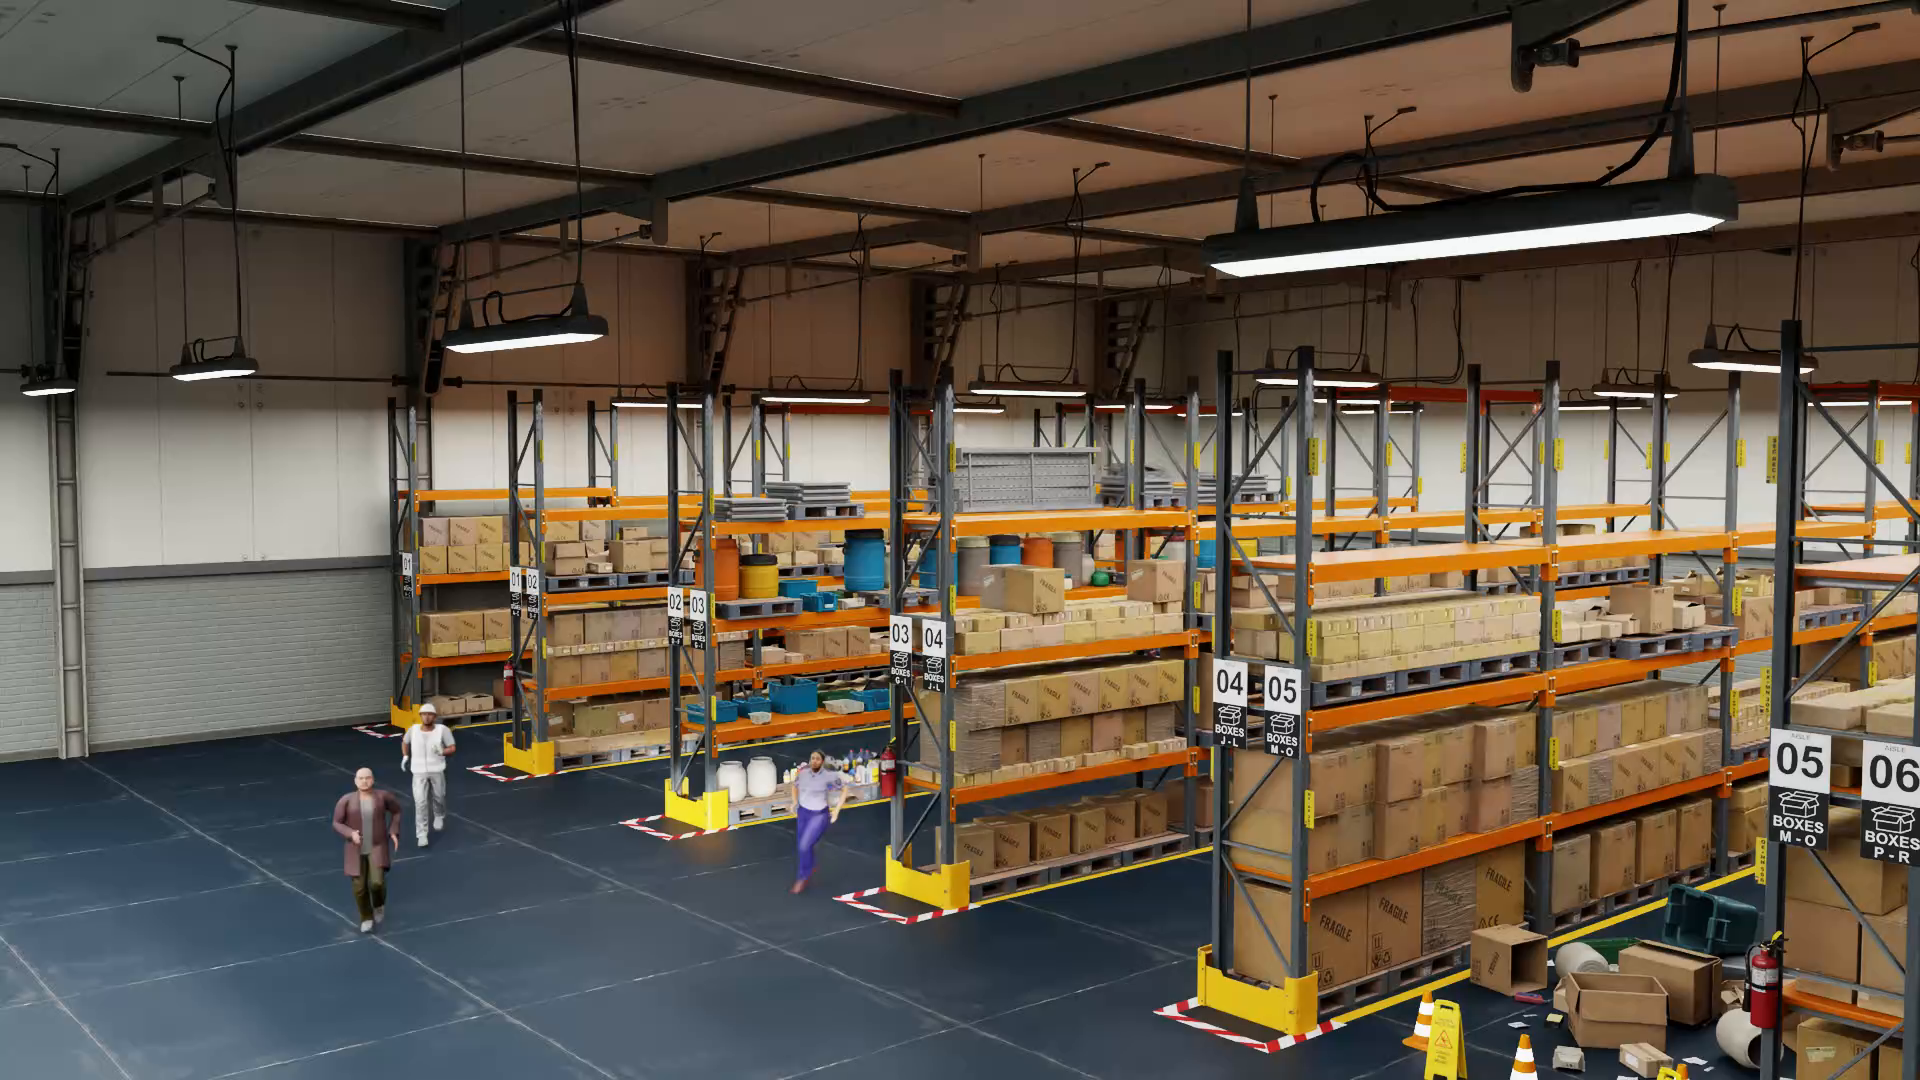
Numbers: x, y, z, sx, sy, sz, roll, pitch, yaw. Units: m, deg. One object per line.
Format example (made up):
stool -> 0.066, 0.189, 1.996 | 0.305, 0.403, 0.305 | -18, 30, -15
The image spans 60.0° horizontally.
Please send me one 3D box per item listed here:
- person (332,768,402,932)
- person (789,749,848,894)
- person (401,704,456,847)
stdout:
person -> -6.233, 3.311, 17.489 | 0.695, 1.658, 0.631 | -1, 3, -18
person -> -1.686, 3.248, 19.287 | 0.696, 1.664, 0.696 | 2, 4, 31
person -> -6.871, 2.993, 21.499 | 0.689, 1.762, 1.002 | -1, 3, -14
